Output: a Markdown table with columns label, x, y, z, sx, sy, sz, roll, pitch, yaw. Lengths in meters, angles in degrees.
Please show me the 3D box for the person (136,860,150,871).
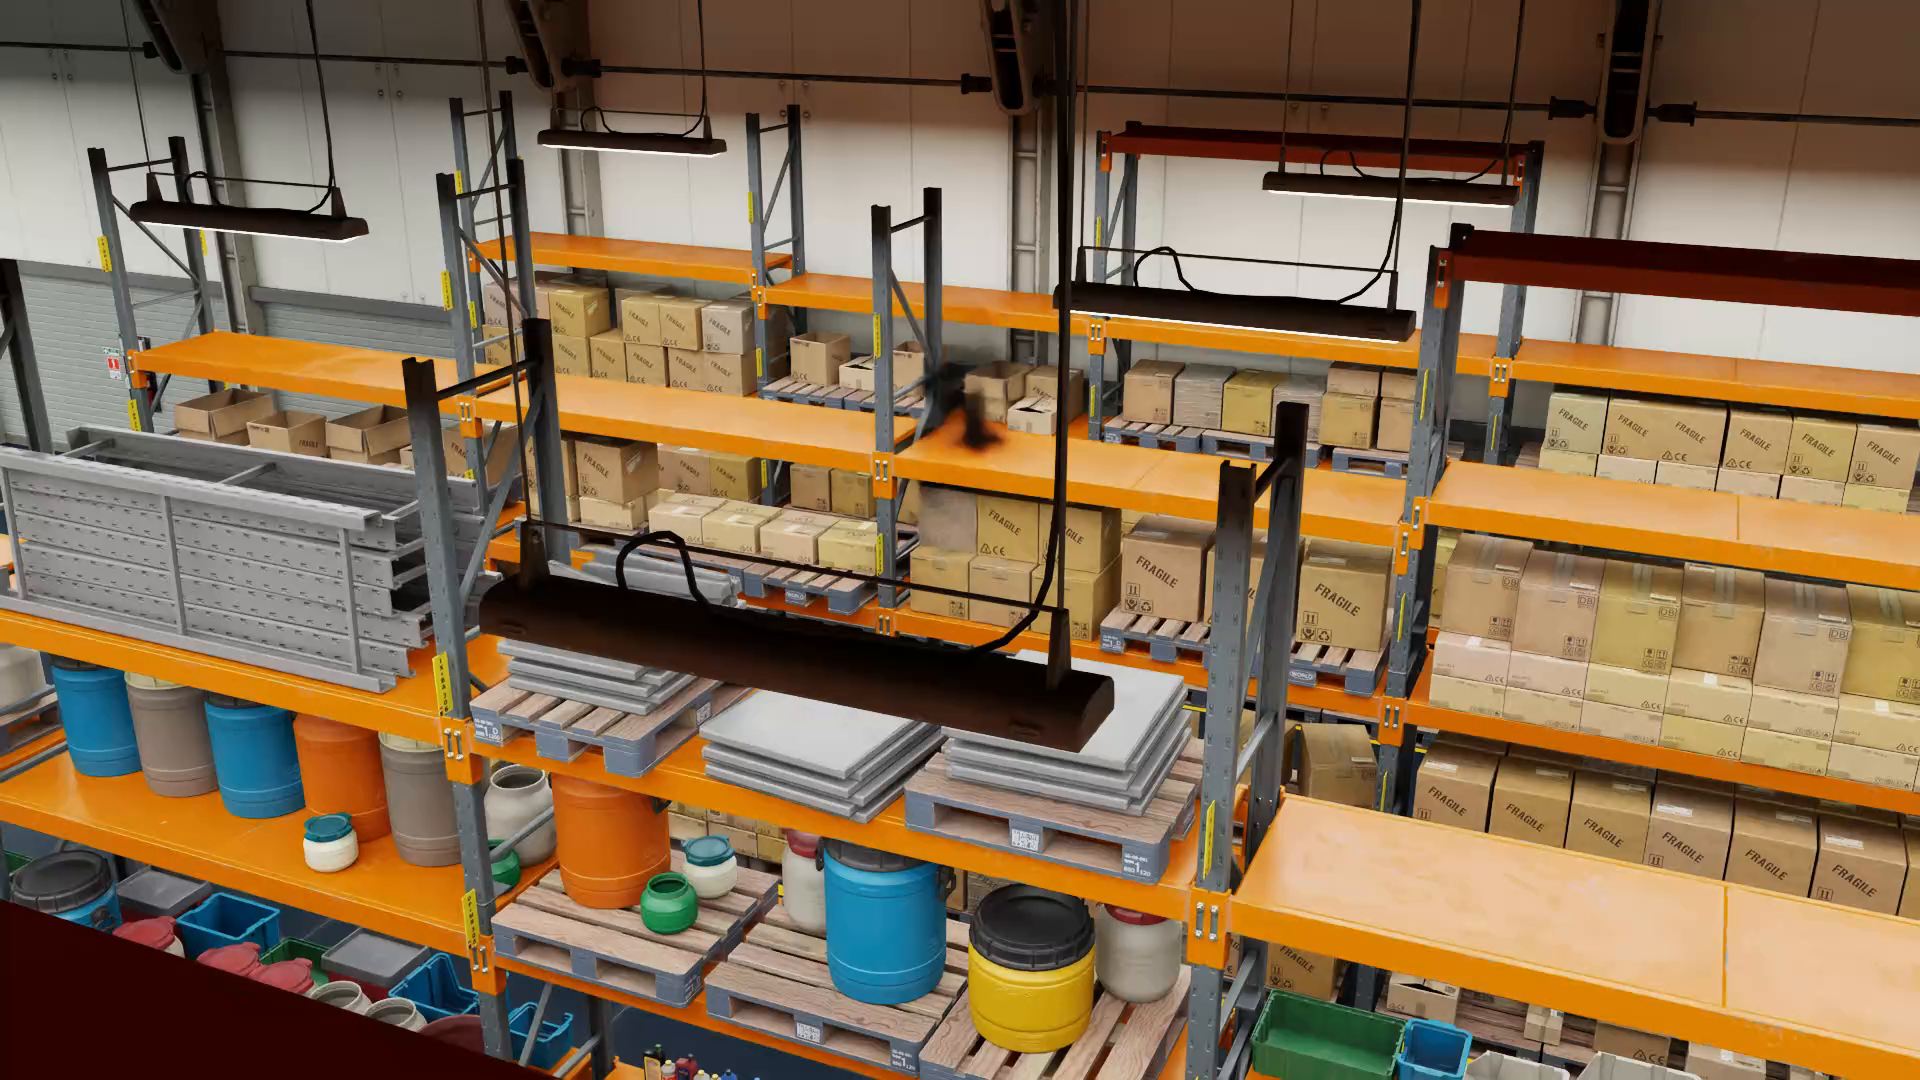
| label | x | y | z | sx | sy | sz | roll | pitch | yaw |
| --- | --- | --- | --- | --- | --- | --- | --- | --- | --- |
| person | -6.593 | 2.541 | 13.530 | 0.719 | 1.749 | 0.576 | 6 | 21 | 15 |
